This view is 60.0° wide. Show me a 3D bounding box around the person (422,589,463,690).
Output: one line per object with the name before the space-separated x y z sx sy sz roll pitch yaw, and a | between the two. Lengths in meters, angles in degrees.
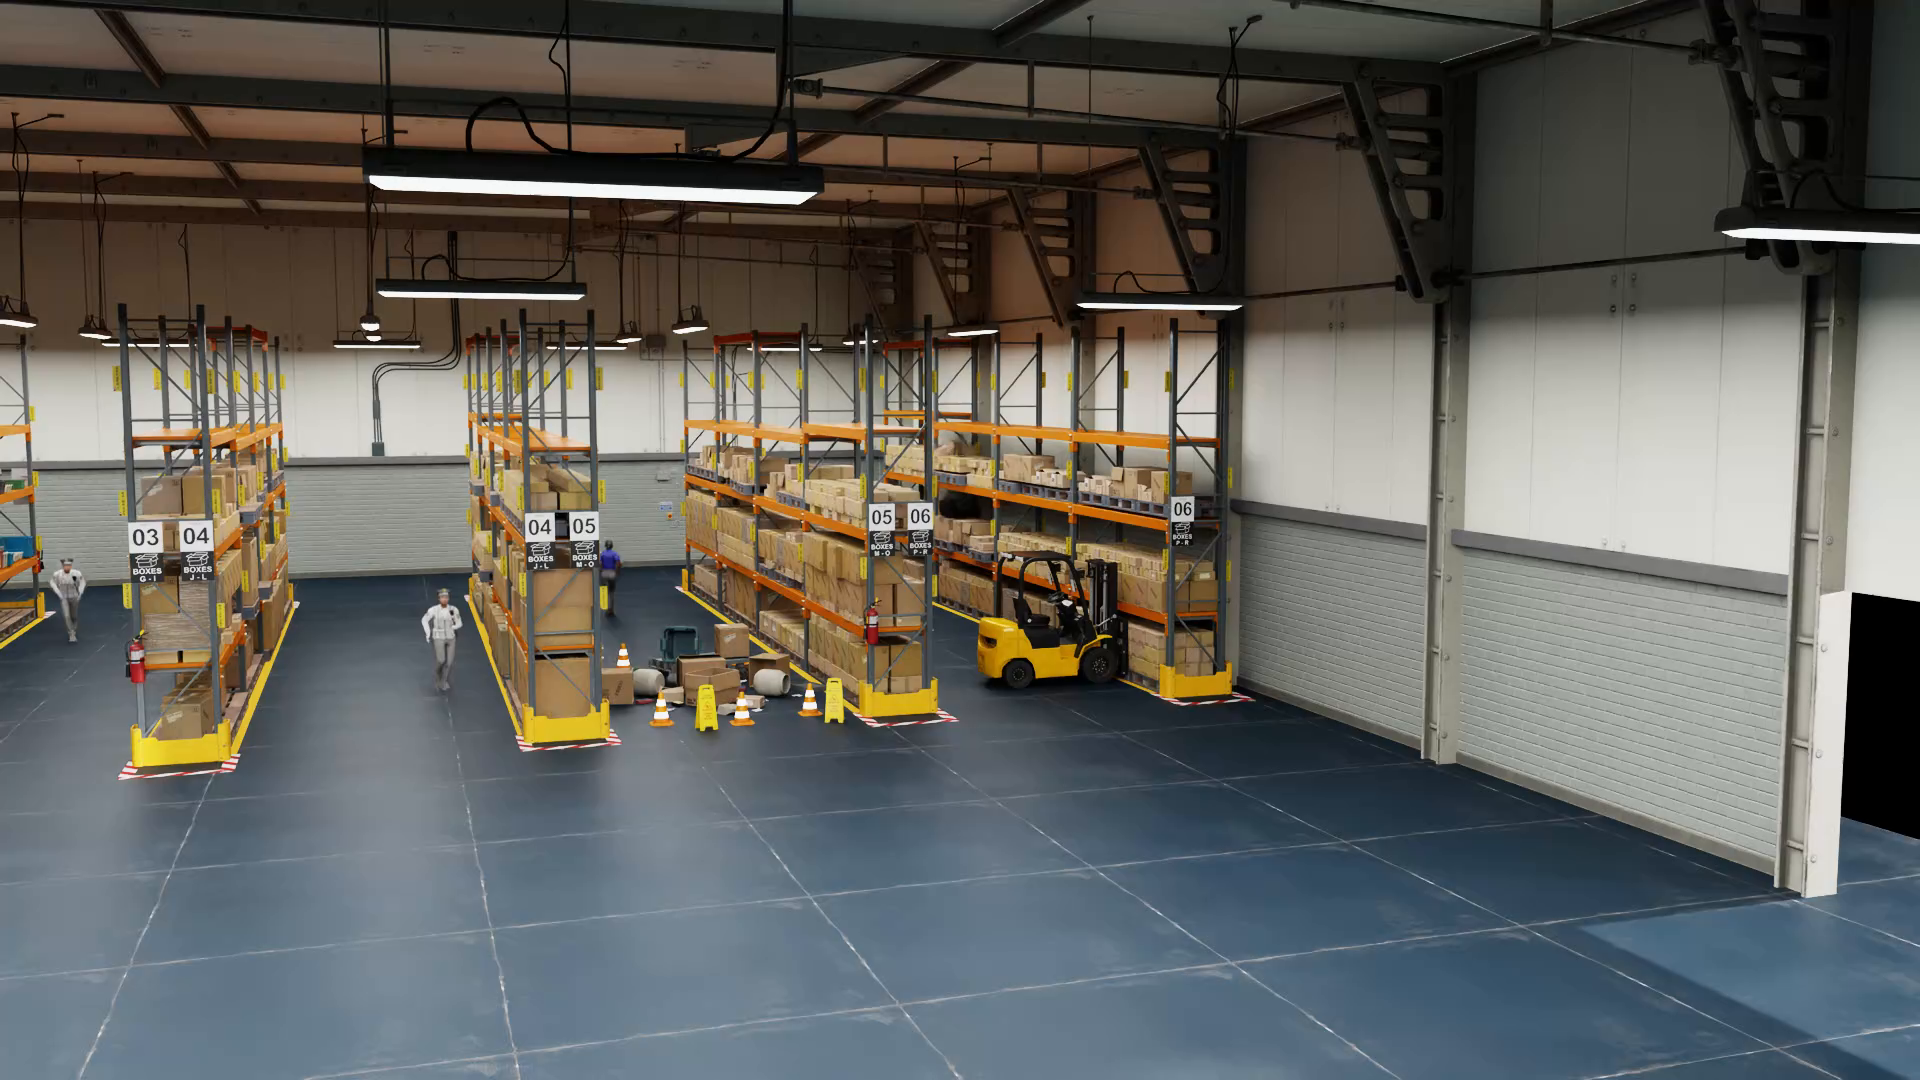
person | -8.337 1.609 26.878 0.591 1.660 0.624 -3 6 -29

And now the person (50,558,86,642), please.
person | -17.384 1.134 32.448 0.605 1.635 0.856 -2 6 -23

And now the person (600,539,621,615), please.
person | -7.506 0.824 35.453 0.568 1.671 0.861 -1 6 -11
